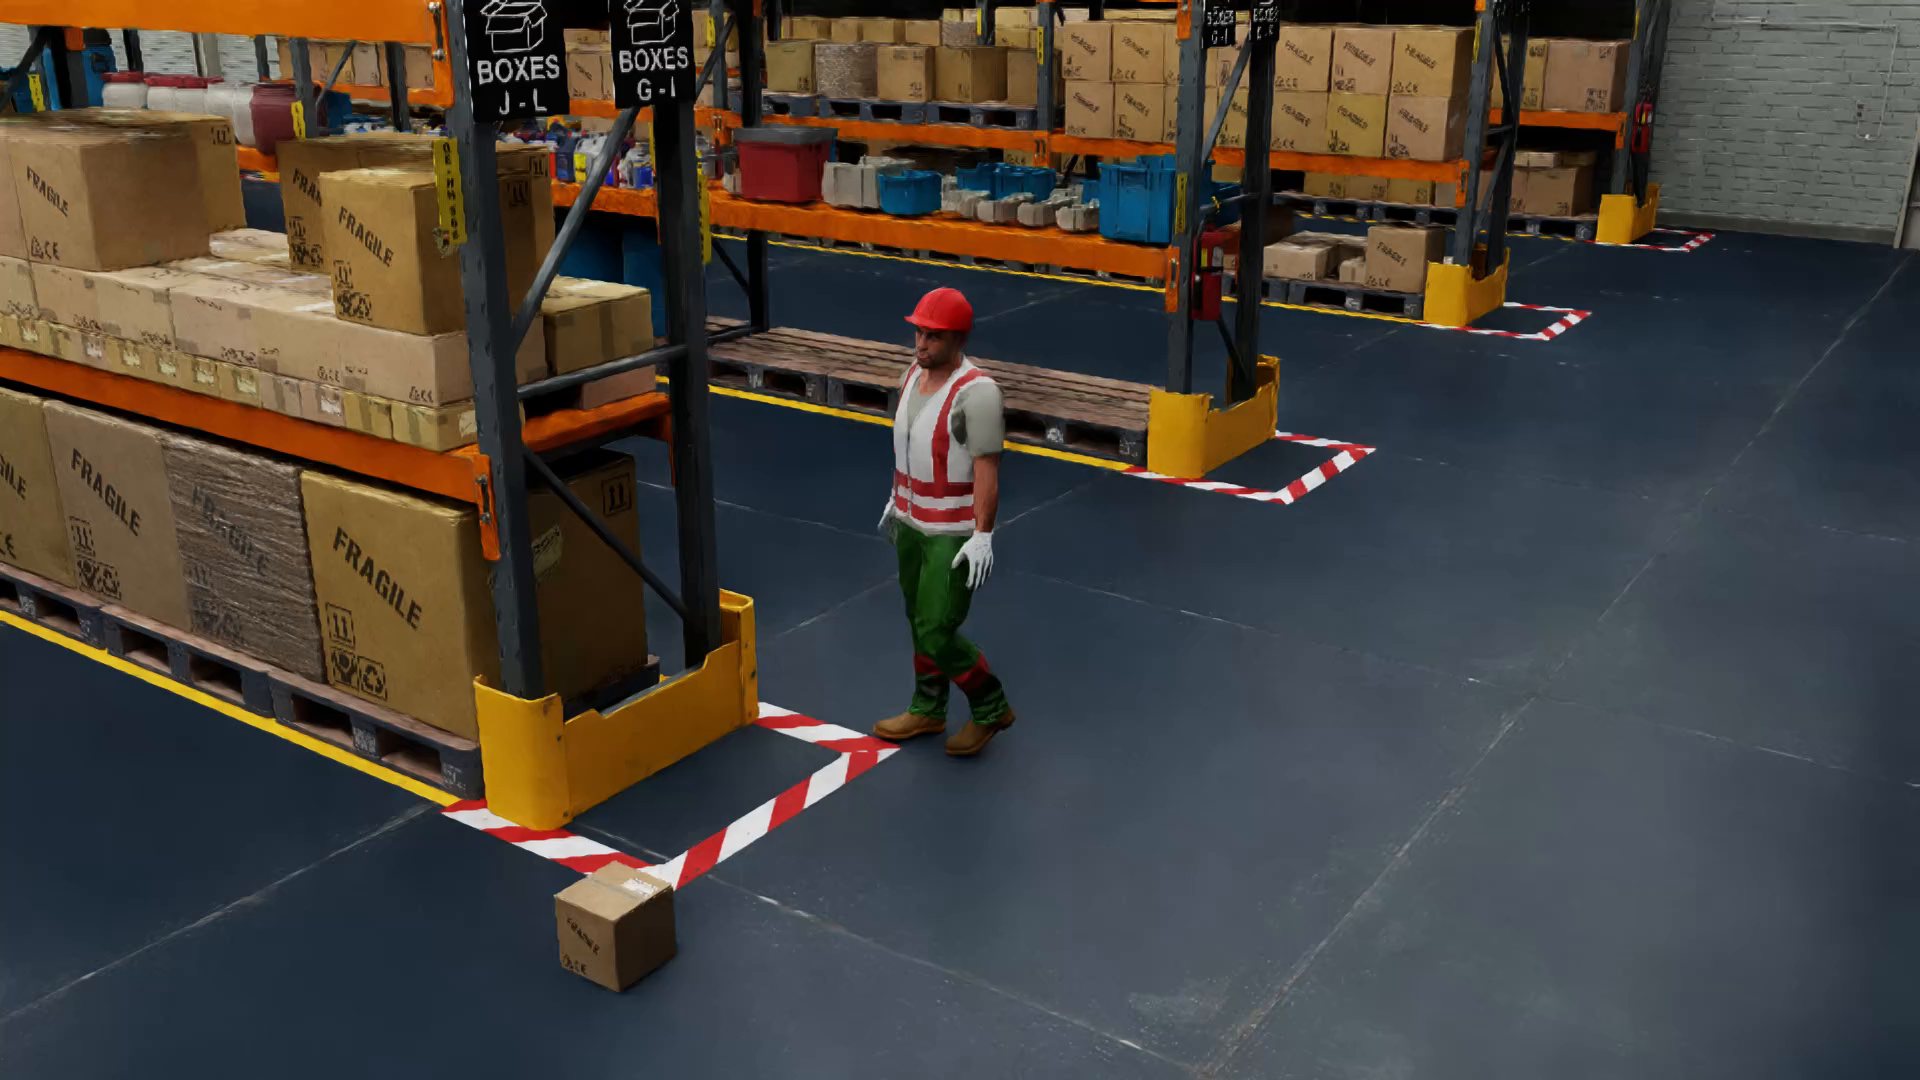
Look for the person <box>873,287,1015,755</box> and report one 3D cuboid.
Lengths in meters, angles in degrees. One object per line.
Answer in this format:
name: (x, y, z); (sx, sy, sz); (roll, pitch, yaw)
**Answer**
person: (-0.081, -0.060, 6.185); (0.422, 1.792, 0.646); (-13, 23, -33)
